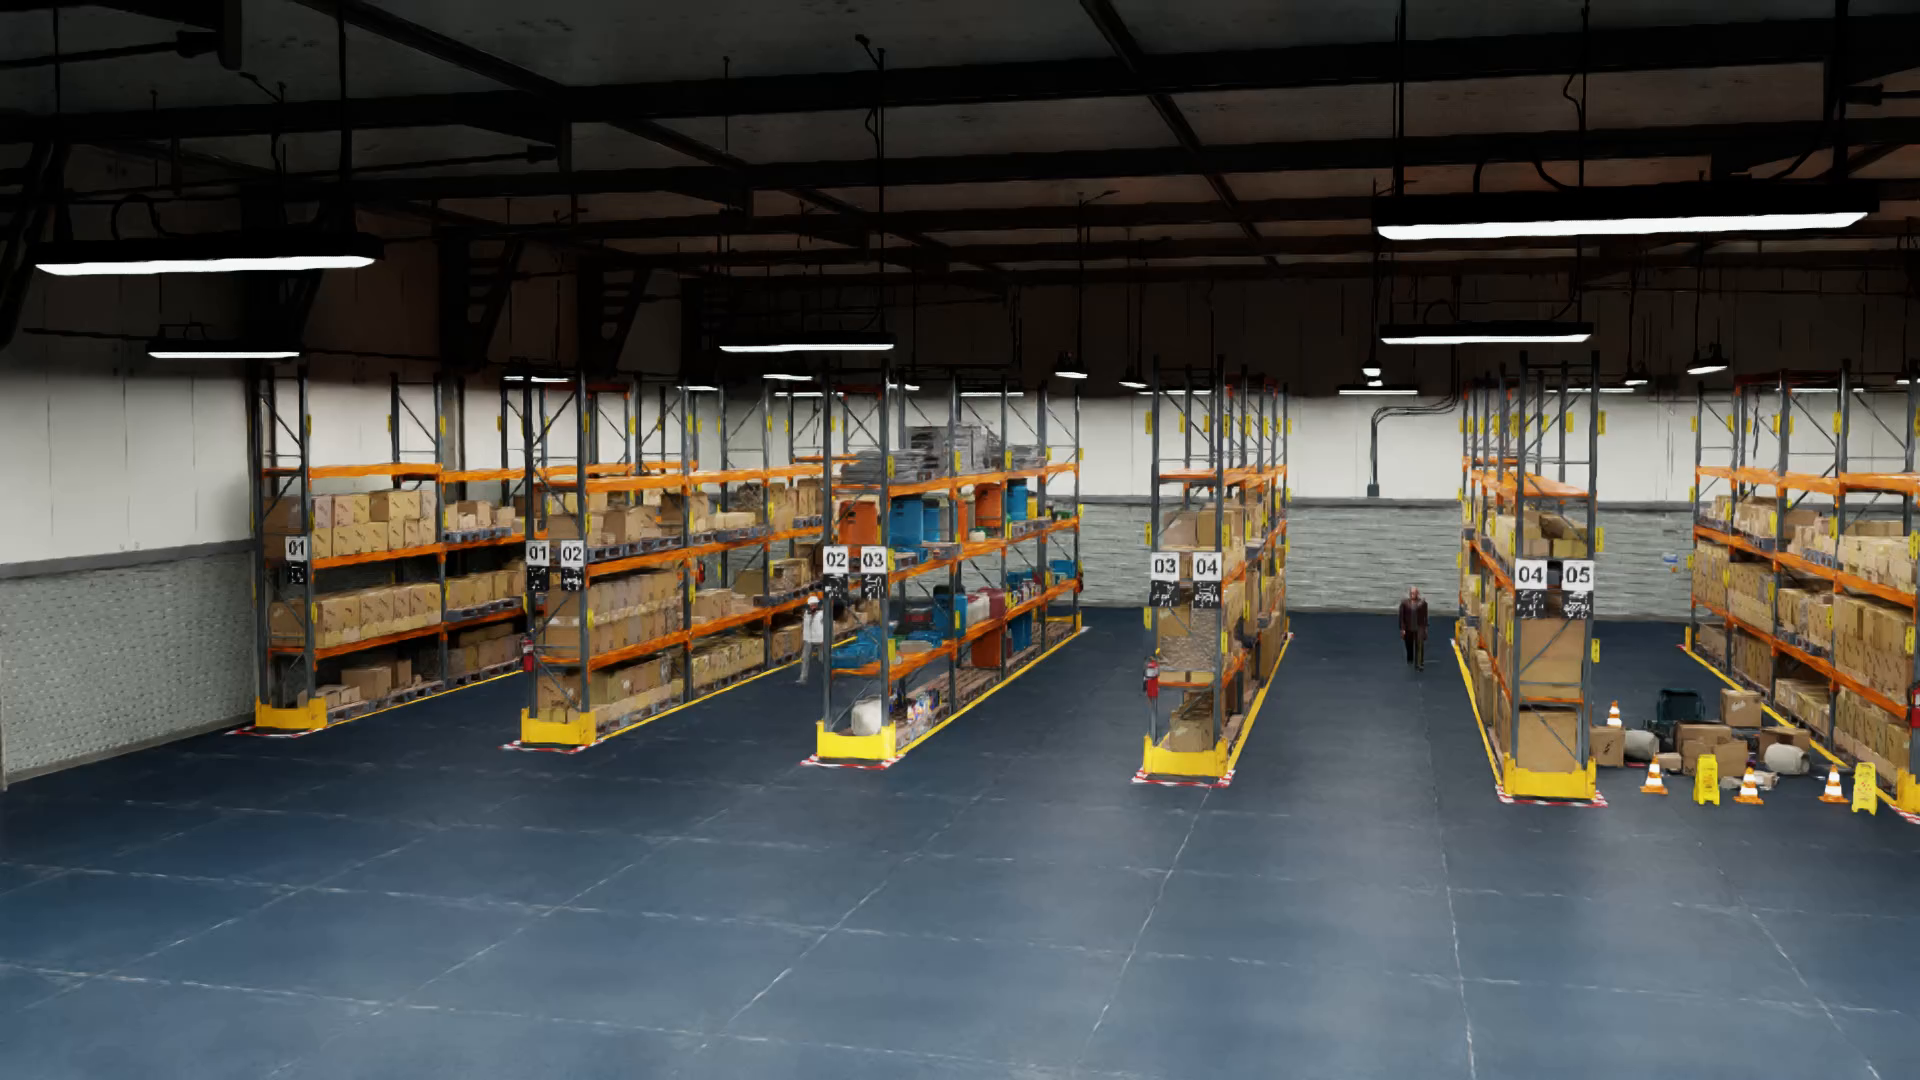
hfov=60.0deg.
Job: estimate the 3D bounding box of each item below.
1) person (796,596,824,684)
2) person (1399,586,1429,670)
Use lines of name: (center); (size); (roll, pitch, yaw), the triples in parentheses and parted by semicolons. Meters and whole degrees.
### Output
person: (-2.813, 1.918, 32.193); (0.544, 1.698, 1.106); (1, 4, 13)
person: (9.286, 1.785, 34.082); (0.585, 1.698, 1.193); (1, 4, 17)
